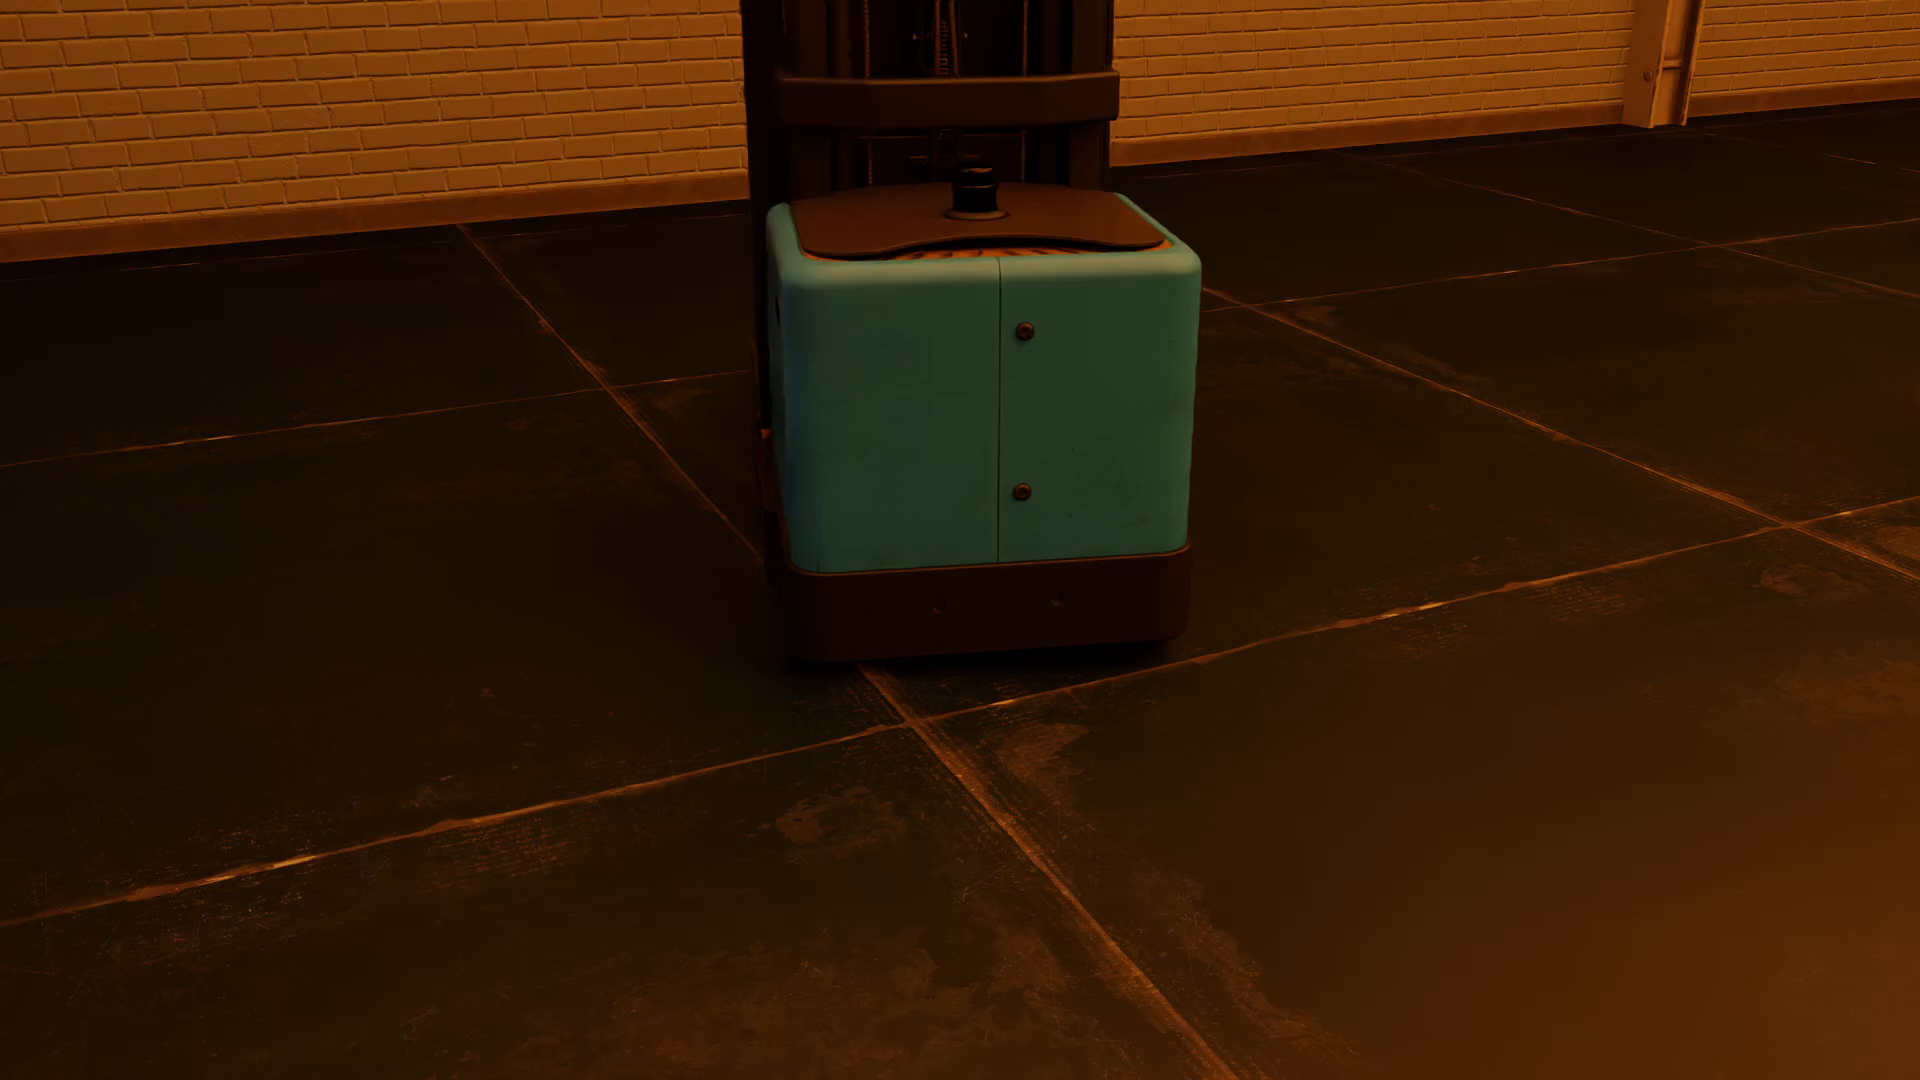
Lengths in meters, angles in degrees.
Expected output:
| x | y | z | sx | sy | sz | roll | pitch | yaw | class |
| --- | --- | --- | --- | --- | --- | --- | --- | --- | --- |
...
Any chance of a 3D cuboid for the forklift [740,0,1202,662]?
| x | y | z | sx | sy | sz | roll | pitch | yaw | class |
| --- | --- | --- | --- | --- | --- | --- | --- | --- | --- |
| -0.131 | -1.578 | 5.084 | 1.130 | 2.935 | 3.031 | -3 | 23 | -8 | forklift |
